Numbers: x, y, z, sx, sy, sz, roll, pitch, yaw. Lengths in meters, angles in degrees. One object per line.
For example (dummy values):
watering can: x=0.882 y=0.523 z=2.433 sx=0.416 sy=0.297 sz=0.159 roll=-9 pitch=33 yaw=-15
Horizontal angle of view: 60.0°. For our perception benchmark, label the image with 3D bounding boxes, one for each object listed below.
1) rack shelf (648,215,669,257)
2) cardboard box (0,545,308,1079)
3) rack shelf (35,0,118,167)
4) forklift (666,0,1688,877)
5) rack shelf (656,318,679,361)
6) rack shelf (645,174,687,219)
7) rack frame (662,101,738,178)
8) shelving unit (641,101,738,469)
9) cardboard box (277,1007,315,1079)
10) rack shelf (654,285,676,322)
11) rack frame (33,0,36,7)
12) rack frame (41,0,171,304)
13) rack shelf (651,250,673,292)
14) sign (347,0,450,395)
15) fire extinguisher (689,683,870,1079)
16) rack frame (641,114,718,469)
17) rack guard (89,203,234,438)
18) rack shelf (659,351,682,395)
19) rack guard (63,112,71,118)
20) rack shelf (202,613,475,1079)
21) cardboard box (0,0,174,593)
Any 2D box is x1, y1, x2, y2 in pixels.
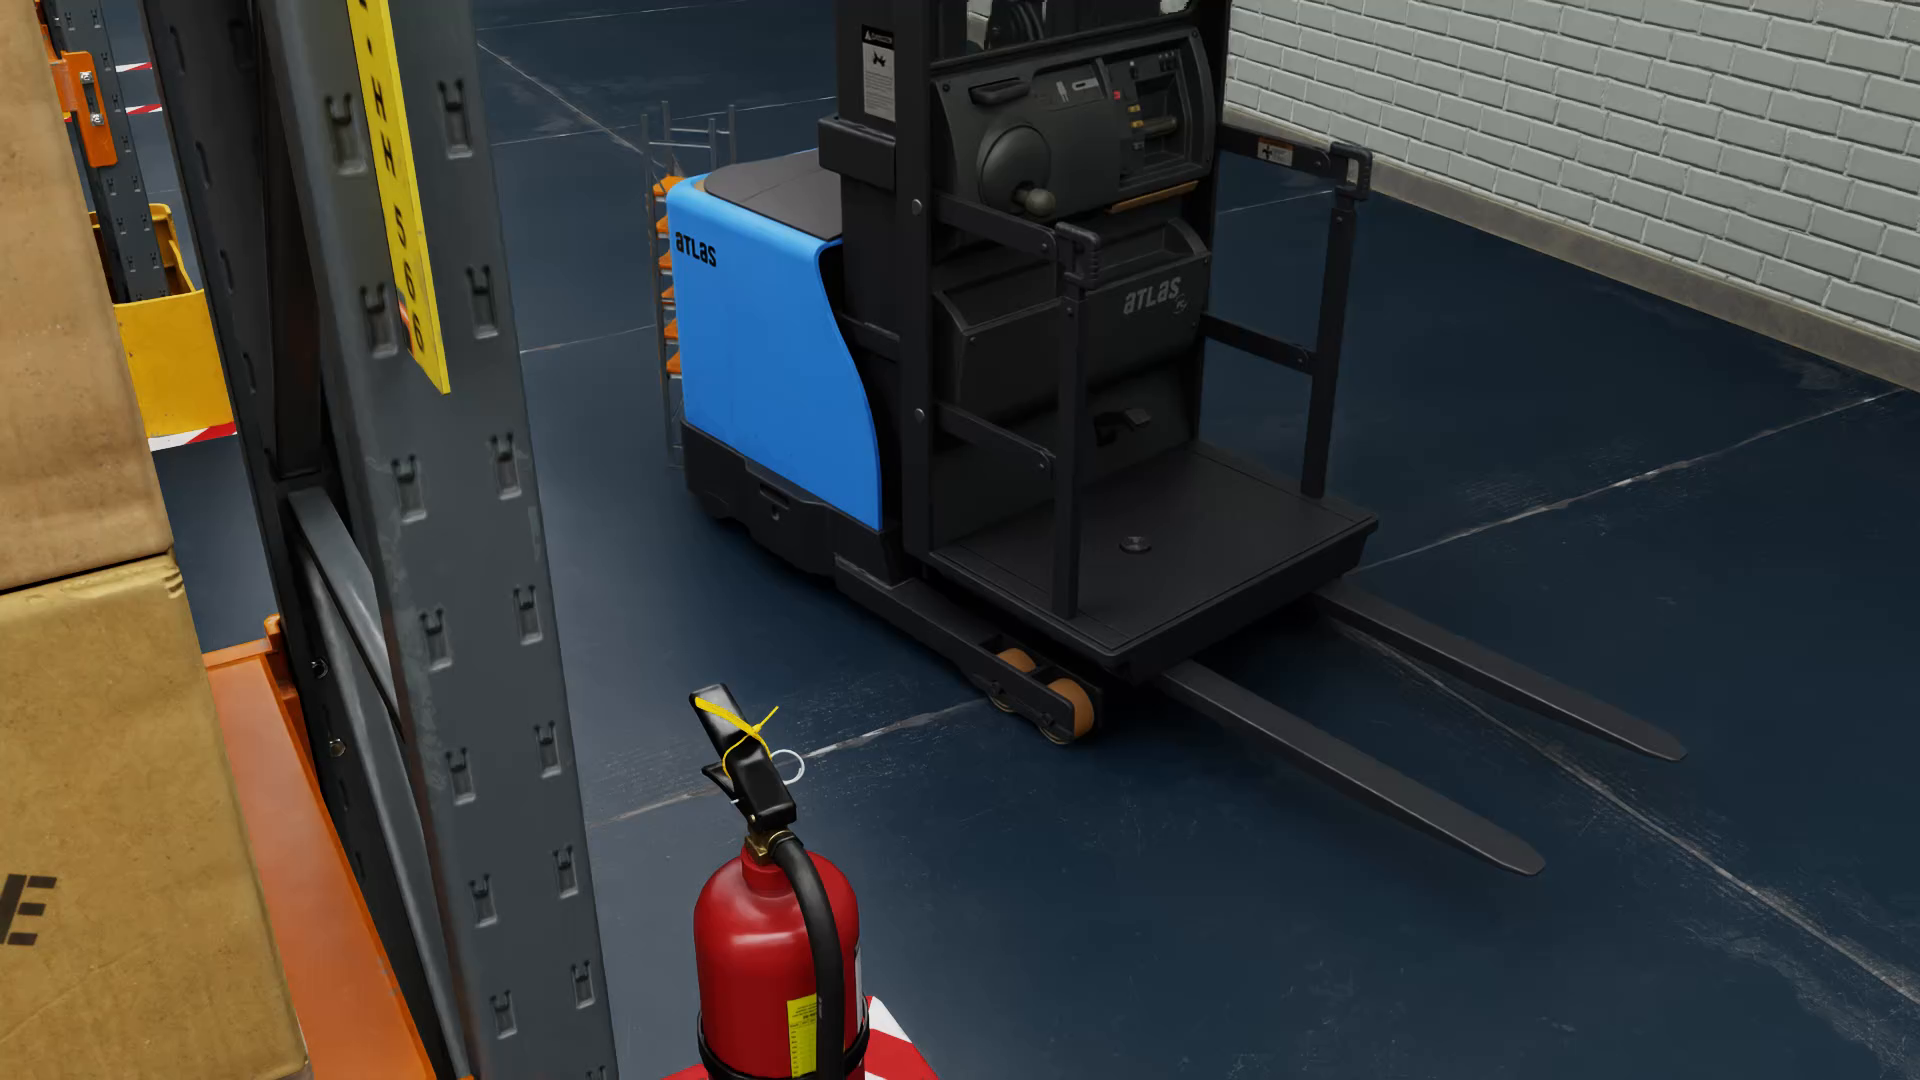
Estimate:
rack shelf: x=-0.853 y=-0.985 z=5.382 sx=0.258 sy=0.103 sz=0.180 roll=6 pitch=28 yaw=10
cardboard box: x=-0.896 y=0.191 z=1.388 sx=0.500 sy=0.500 sz=0.500 roll=-15 pitch=32 yaw=-25
rack shelf: x=-4.789 y=-1.138 z=4.953 sx=4.000 sy=0.370 sz=1.077 roll=-16 pitch=33 yaw=-26
forklift: x=0.455 y=-1.034 z=4.091 sx=1.130 sy=2.935 sz=3.031 roll=-23 pitch=36 yaw=-35
rack shelf: x=-0.856 y=-0.665 z=5.548 sx=0.258 sy=0.103 sz=0.180 roll=6 pitch=28 yaw=10
rack shelf: x=-0.852 y=-1.091 z=5.326 sx=0.258 sy=0.103 sz=0.180 roll=6 pitch=28 yaw=10
rack frame: x=-0.836 y=-0.852 z=5.551 sx=0.240 sy=1.200 sz=0.006 roll=6 pitch=28 yaw=10
shelving unit: x=-0.855 y=-0.811 z=5.472 sx=0.258 sy=1.200 sz=0.189 roll=6 pitch=28 yaw=10
cardboard box: x=-0.777 y=0.456 z=1.580 sx=0.250 sy=0.149 sz=0.380 roll=-16 pitch=33 yaw=-26
rack shelf: x=-0.855 y=-0.772 z=5.492 sx=0.258 sy=0.103 sz=0.180 roll=6 pitch=28 yaw=10
rack frame: x=-5.574 y=-4.006 z=9.405 sx=0.127 sy=3.000 sz=1.000 roll=-16 pitch=33 yaw=-26
rack frame: x=-3.064 y=-1.943 z=5.666 sx=0.127 sy=3.000 sz=1.000 roll=-16 pitch=33 yaw=-26
rack shelf: x=-0.854 y=-0.878 z=5.437 sx=0.258 sy=0.103 sz=0.180 roll=6 pitch=28 yaw=10
sign: x=-0.375 y=-0.261 z=1.093 sx=0.005 sy=0.325 sz=0.100 roll=-16 pitch=33 yaw=-26
fire extinguisher: x=-0.188 y=0.476 z=1.749 sx=0.183 sy=0.674 sz=0.296 roll=-16 pitch=33 yaw=-26
rack frame: x=-0.874 y=-0.770 z=5.392 sx=0.240 sy=1.200 sz=0.006 roll=6 pitch=28 yaw=10
rack guard: x=-3.044 y=-0.854 z=6.281 sx=0.348 sy=0.500 sz=1.175 roll=-16 pitch=33 yaw=-26
rack shelf: x=-0.858 y=-0.559 z=5.603 sx=0.258 sy=0.103 sz=0.180 roll=6 pitch=28 yaw=10
rack guard: x=-5.559 y=-2.923 z=10.029 sx=0.348 sy=0.500 sz=1.175 roll=-16 pitch=33 yaw=-26
rack shelf: x=-2.363 y=0.953 z=1.164 sx=4.000 sy=0.370 sz=1.077 roll=-16 pitch=33 yaw=-26
cardboard box: x=-0.907 y=-0.248 z=1.149 sx=0.500 sy=0.500 sz=0.500 roll=-17 pitch=33 yaw=-27
